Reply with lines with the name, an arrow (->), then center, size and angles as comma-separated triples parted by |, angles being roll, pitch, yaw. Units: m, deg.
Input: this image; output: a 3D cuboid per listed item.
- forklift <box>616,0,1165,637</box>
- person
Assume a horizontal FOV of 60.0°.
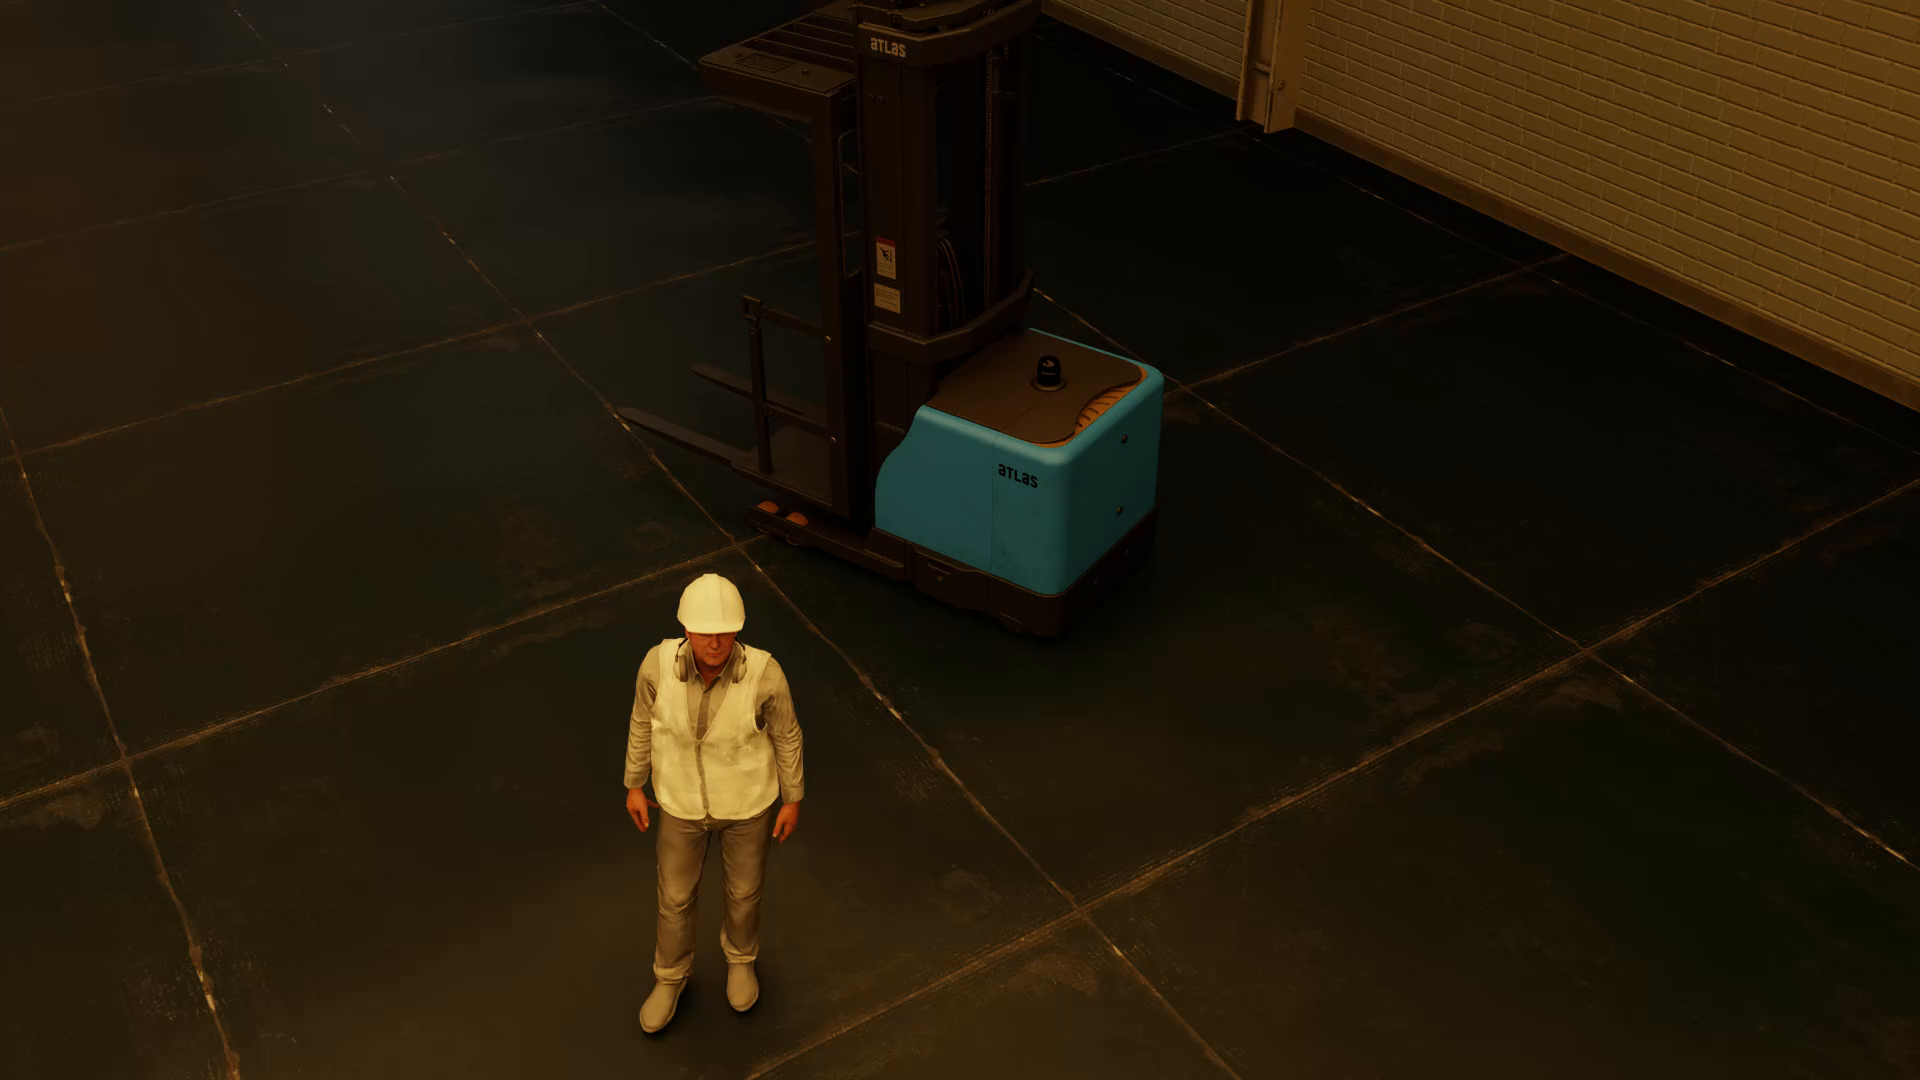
forklift -> -0.500, -1.399, 8.138 | 3.031, 2.935, 1.130 | 22, 41, 28
person -> -0.864, 0.938, 5.806 | 0.634, 1.775, 0.566 | 1, 35, 2
